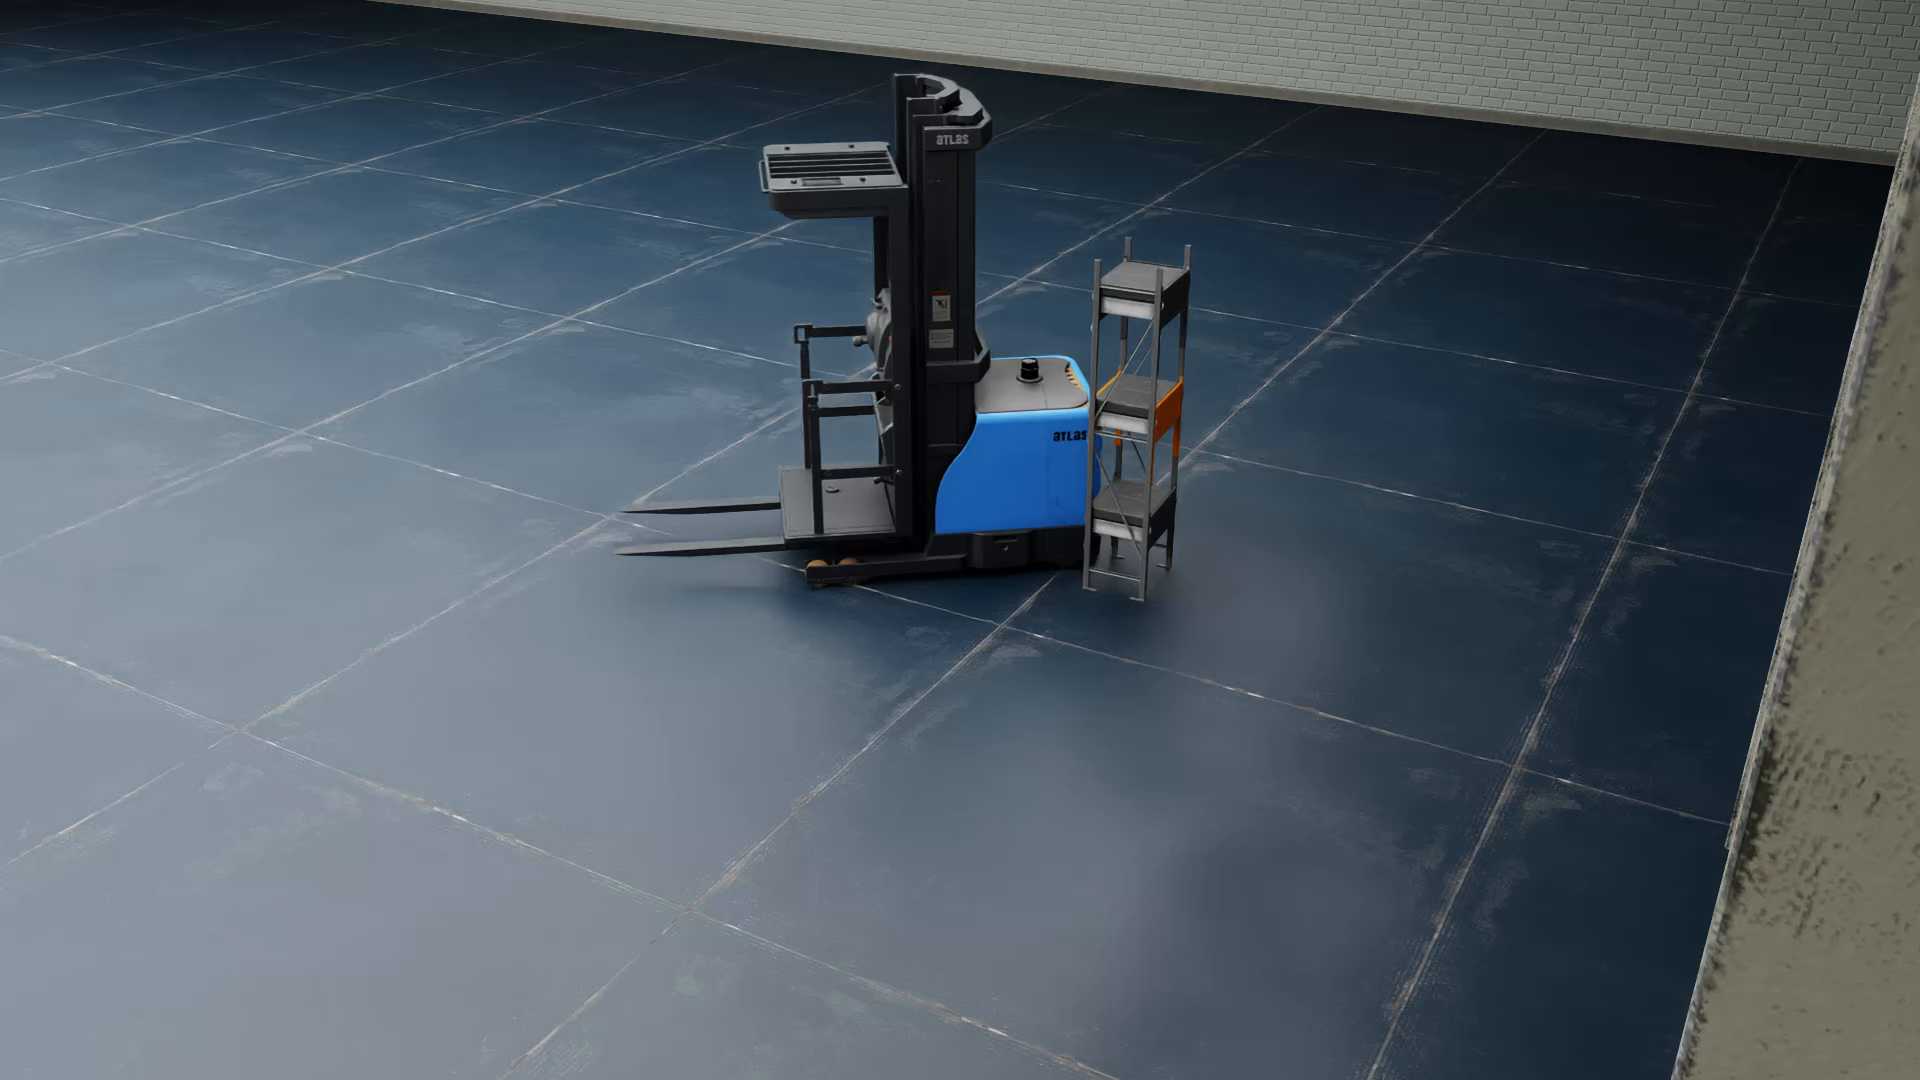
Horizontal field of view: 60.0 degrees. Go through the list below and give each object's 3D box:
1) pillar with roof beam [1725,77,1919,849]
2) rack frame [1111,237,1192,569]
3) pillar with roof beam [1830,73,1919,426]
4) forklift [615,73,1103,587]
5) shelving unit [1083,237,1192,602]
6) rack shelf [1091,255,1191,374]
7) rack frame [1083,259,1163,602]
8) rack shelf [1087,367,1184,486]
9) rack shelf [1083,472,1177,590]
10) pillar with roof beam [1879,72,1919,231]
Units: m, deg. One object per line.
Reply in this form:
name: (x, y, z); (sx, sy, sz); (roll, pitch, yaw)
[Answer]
pillar with roof beam: (0.138, -3.544, 7.916); (9.100, 9.000, 0.400); (14, 30, 26)
rack frame: (1.155, -0.797, 10.136); (0.400, 2.100, 0.015); (12, 29, 23)
pillar with roof beam: (3.090, -5.882, 12.587); (9.100, 9.000, 0.400); (14, 30, 26)
forklift: (-0.669, -1.269, 10.151); (3.031, 2.935, 1.130); (-4, 27, -7)
shelving unit: (1.049, -0.698, 9.939); (0.431, 2.100, 0.503); (12, 29, 23)
rack shelf: (1.048, -1.312, 9.632); (0.431, 0.518, 0.480); (12, 29, 23)
rack frame: (0.943, -0.600, 9.742); (0.400, 2.100, 0.015); (12, 29, 23)
rack shelf: (1.049, -0.686, 9.945); (0.431, 0.518, 0.480); (12, 29, 23)
rack shelf: (1.050, -0.060, 10.258); (0.431, 0.518, 0.480); (12, 29, 23)
pillar with roof beam: (6.042, -8.220, 17.258); (9.100, 9.000, 0.400); (14, 30, 26)
